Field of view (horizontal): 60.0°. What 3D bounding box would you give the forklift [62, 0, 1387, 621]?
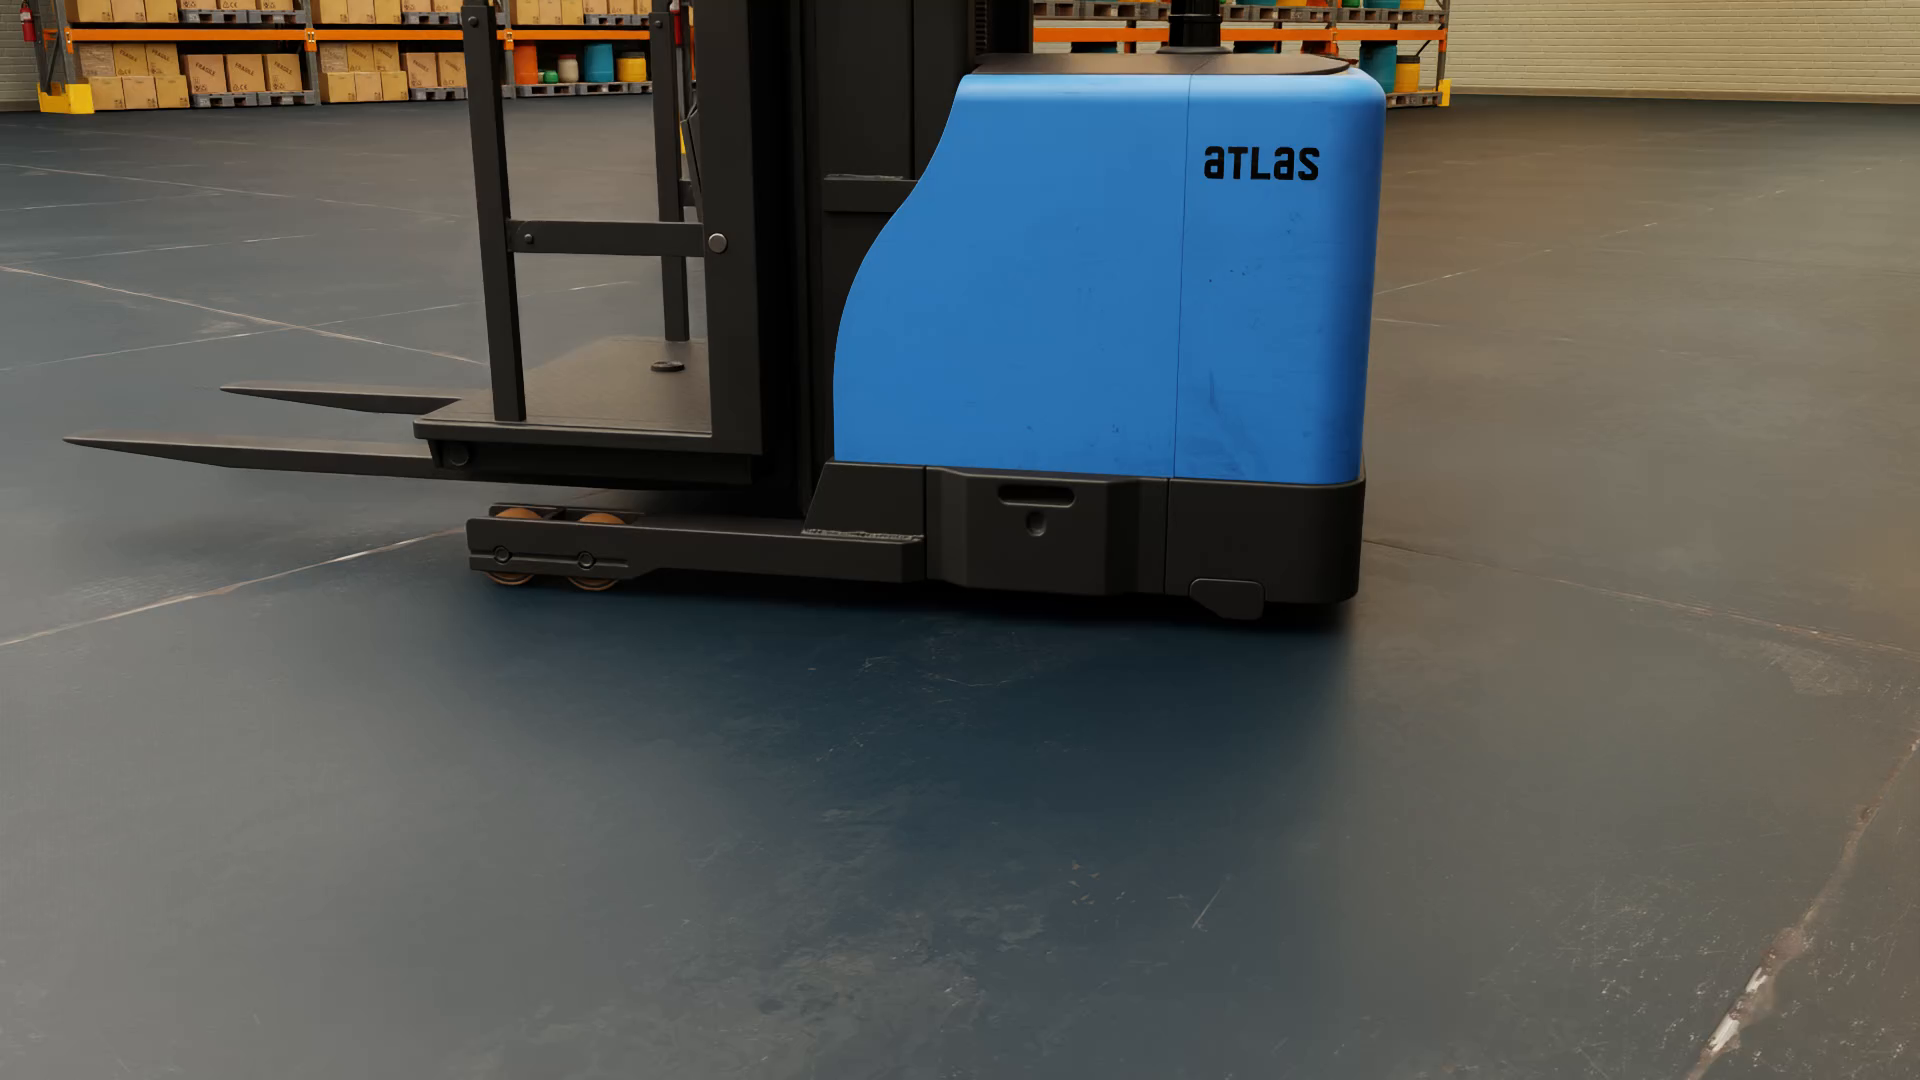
[{"bbox_3d":[-0.598,-1.438,3.633,3.031,2.935,1.130,3,17,11],"label":"forklift"}]
